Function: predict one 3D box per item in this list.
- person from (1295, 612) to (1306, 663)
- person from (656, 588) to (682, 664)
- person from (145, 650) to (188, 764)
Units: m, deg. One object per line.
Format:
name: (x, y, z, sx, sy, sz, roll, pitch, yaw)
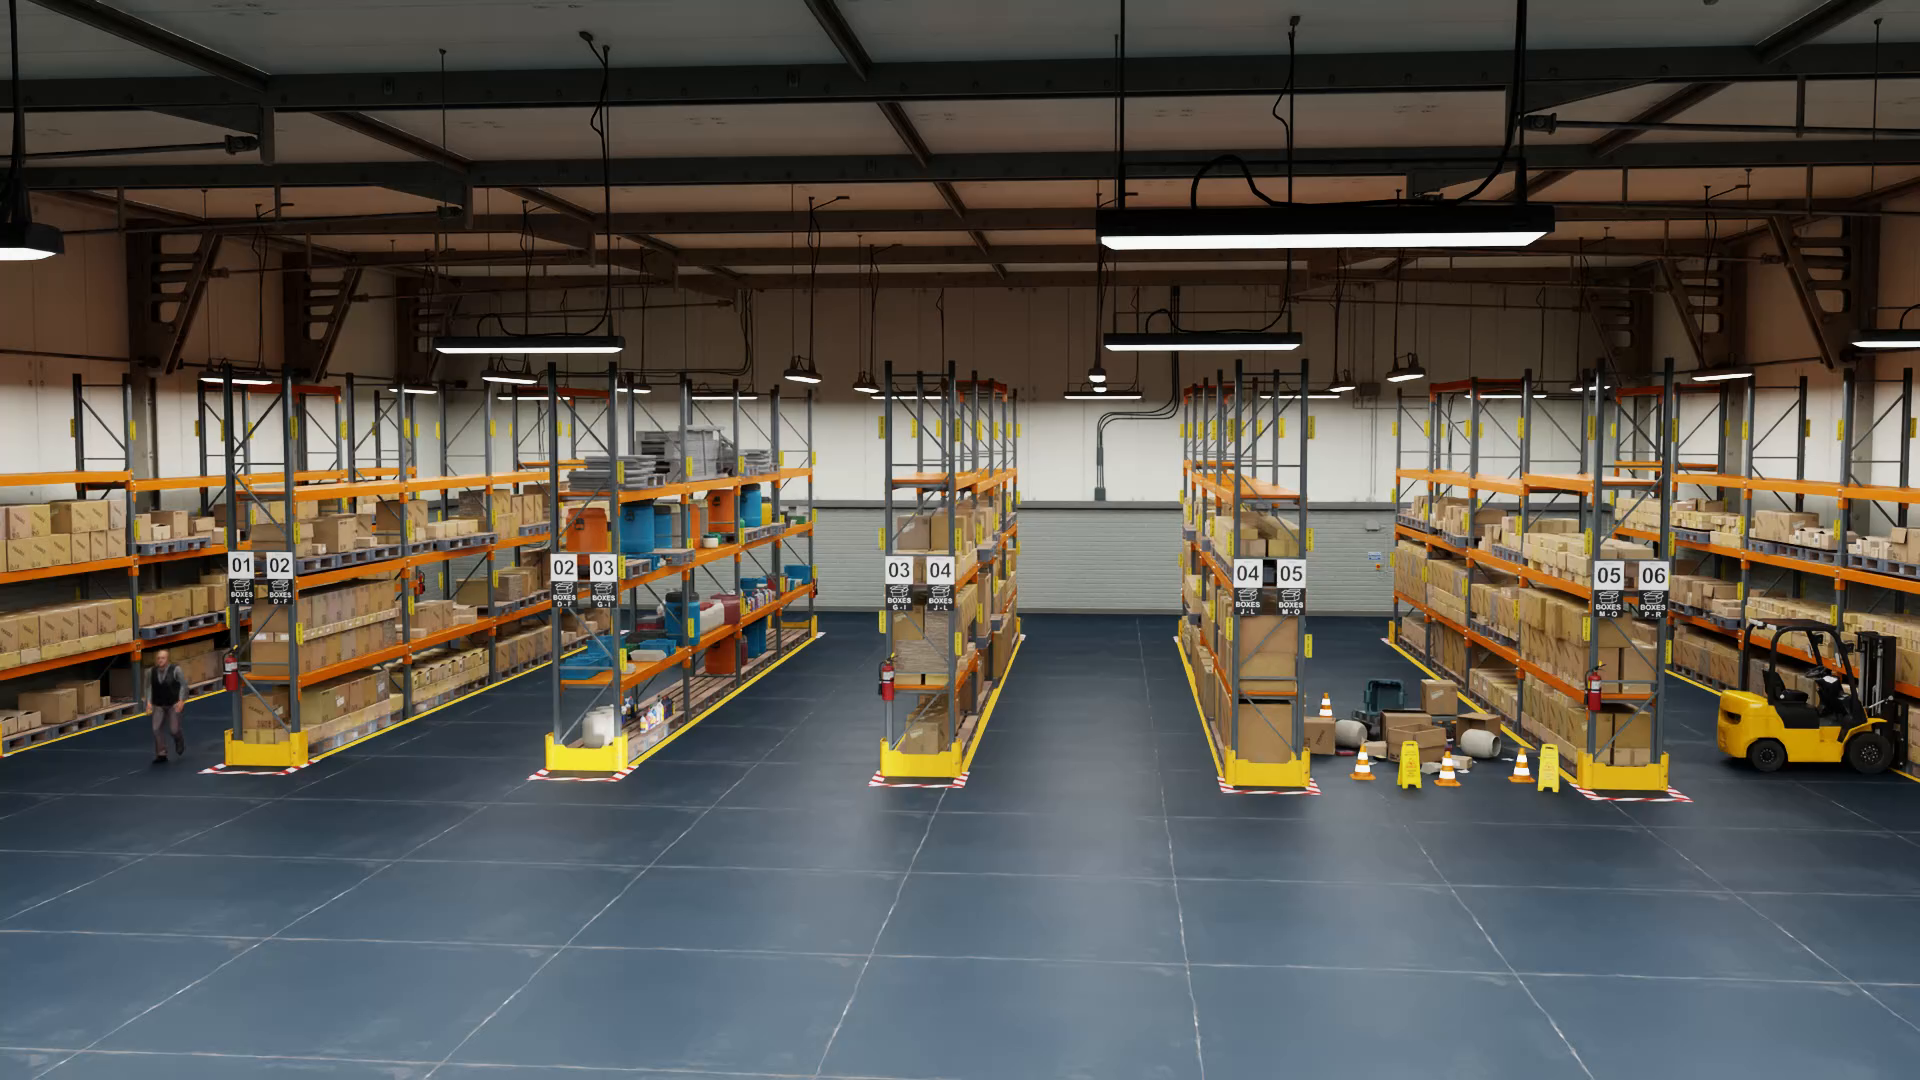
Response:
person: (7.185, 1.762, 35.921, 0.631, 1.823, 0.453, 3, 5, 35)
person: (-6.113, 1.832, 35.502, 0.642, 1.682, 0.737, 1, 4, 15)
person: (-12.022, 2.502, 25.228, 0.624, 1.704, 0.638, 0, 4, -6)
